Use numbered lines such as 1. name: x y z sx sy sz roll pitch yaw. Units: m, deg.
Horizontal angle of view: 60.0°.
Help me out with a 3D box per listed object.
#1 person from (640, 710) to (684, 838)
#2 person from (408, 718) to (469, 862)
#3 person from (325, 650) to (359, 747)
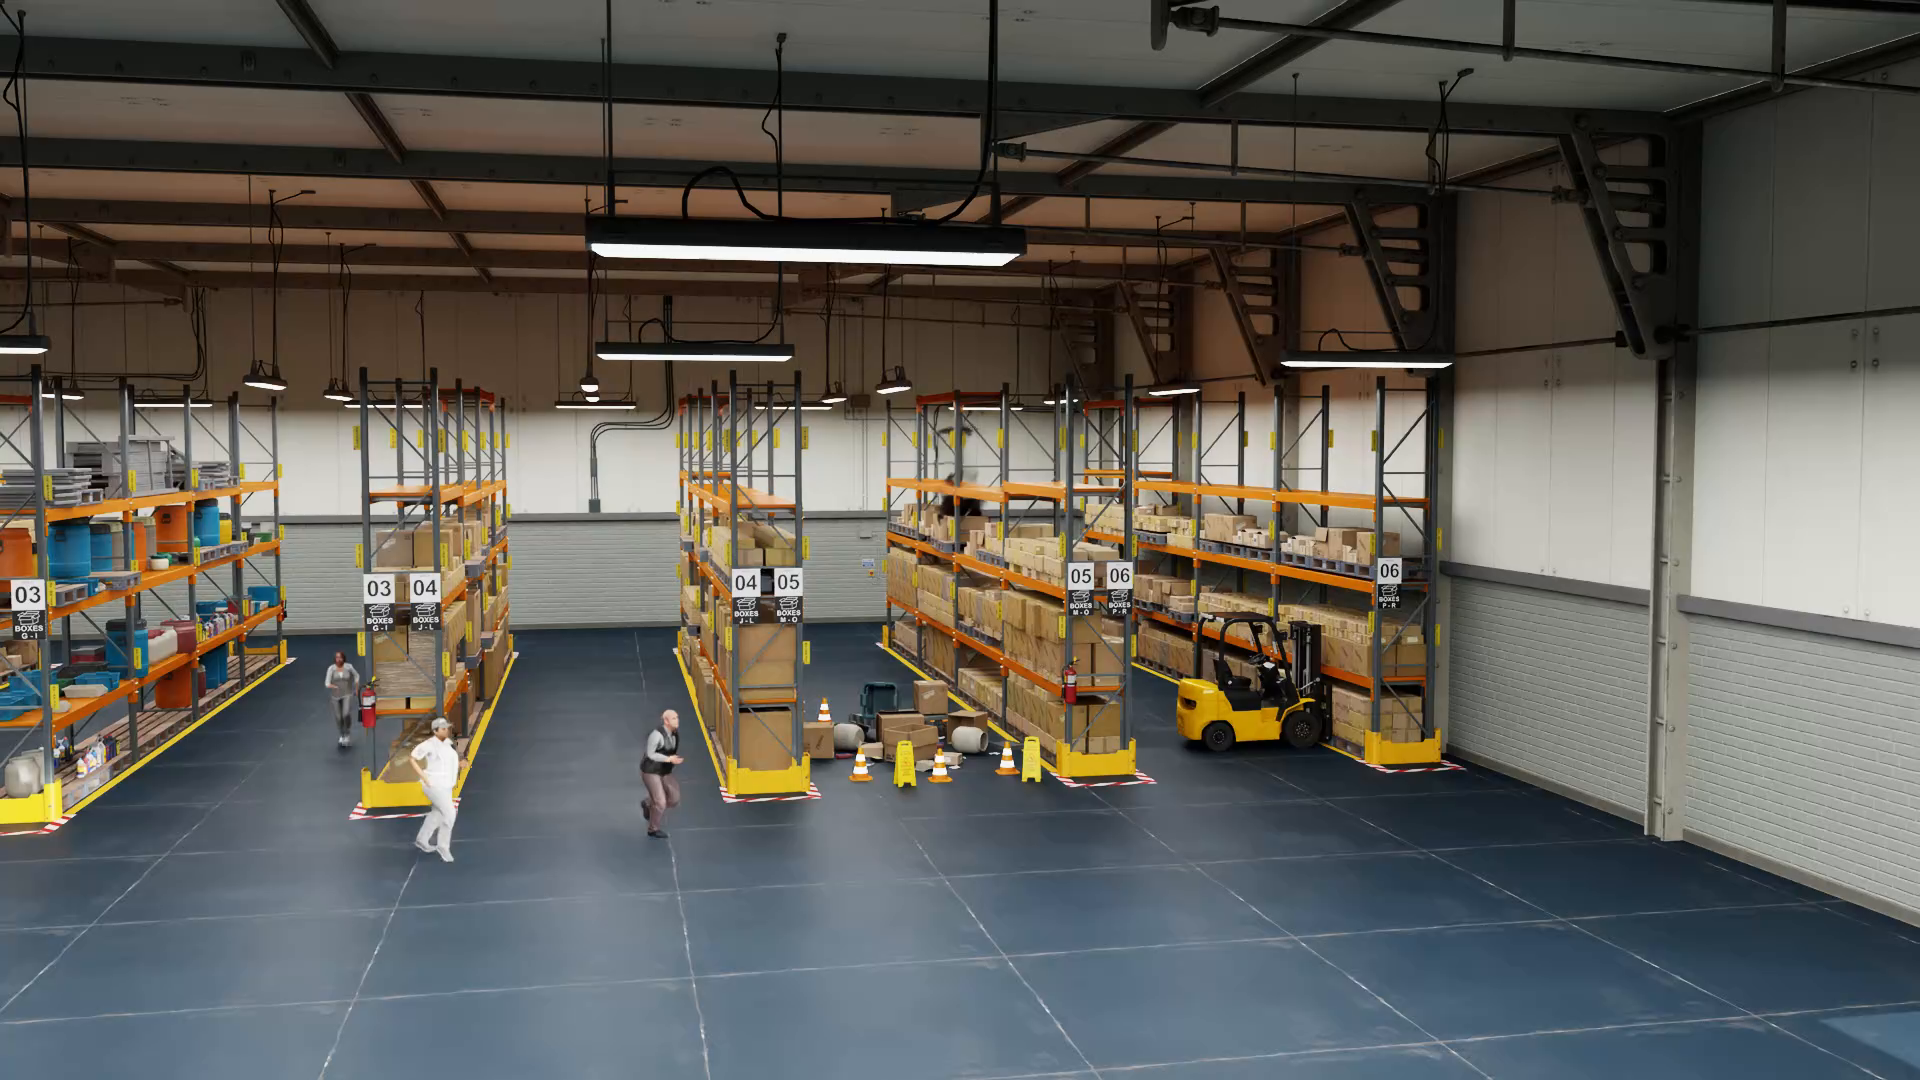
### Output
1. person: -3.751 2.945 20.937 0.725 1.650 0.648 2 4 30
2. person: -6.259 2.997 19.980 0.746 1.726 0.584 1 4 15
3. person: -10.084 2.601 27.134 0.504 1.558 0.732 -1 4 -14
